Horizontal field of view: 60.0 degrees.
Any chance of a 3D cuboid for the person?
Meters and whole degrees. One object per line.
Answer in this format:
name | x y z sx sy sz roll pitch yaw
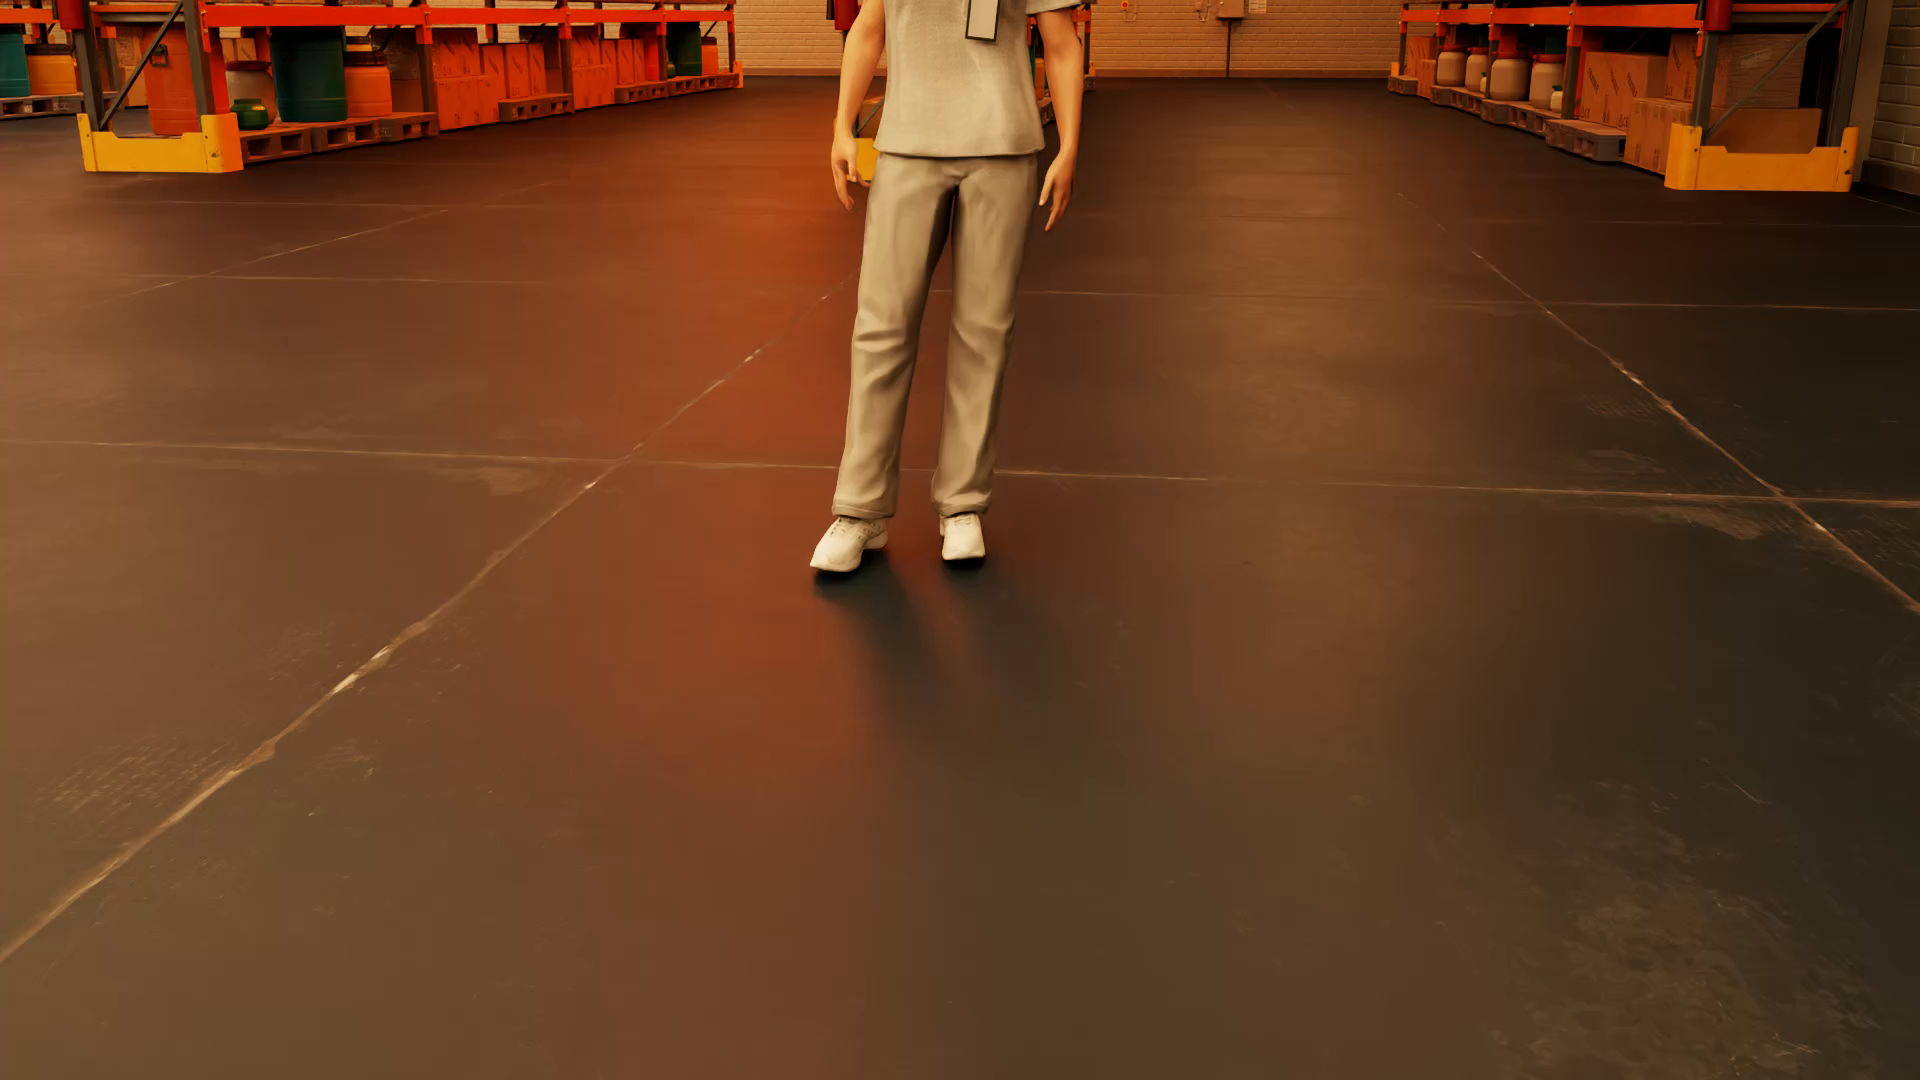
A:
person | -0.023 -0.784 3.503 0.550 1.673 0.548 2 18 7
